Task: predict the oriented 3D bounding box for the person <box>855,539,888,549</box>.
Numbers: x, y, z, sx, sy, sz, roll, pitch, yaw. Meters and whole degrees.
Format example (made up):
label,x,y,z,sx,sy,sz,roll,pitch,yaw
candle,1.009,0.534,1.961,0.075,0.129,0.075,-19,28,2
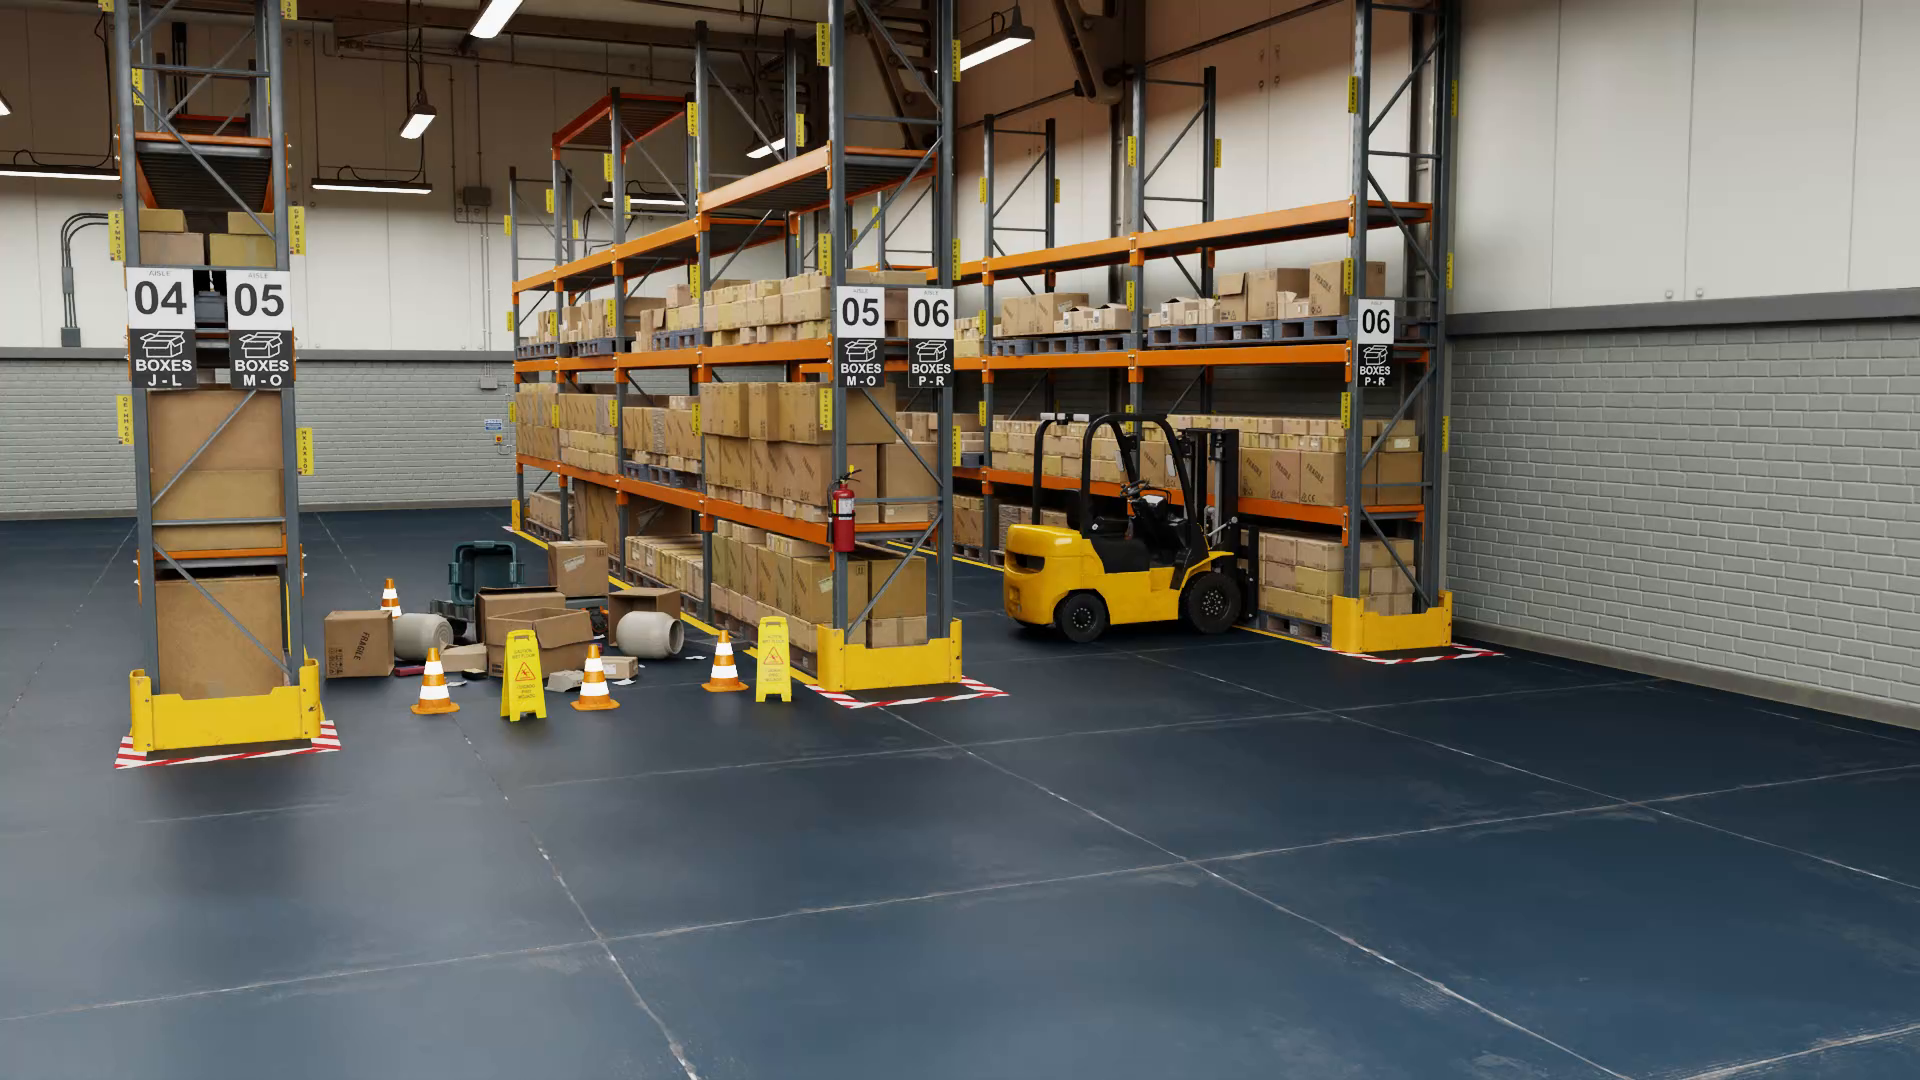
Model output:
label,x,y,z,sx,sy,sz,roll,pitch,yaw
person,-1.006,-0.143,18.148,0.588,1.770,0.463,-3,6,-28
